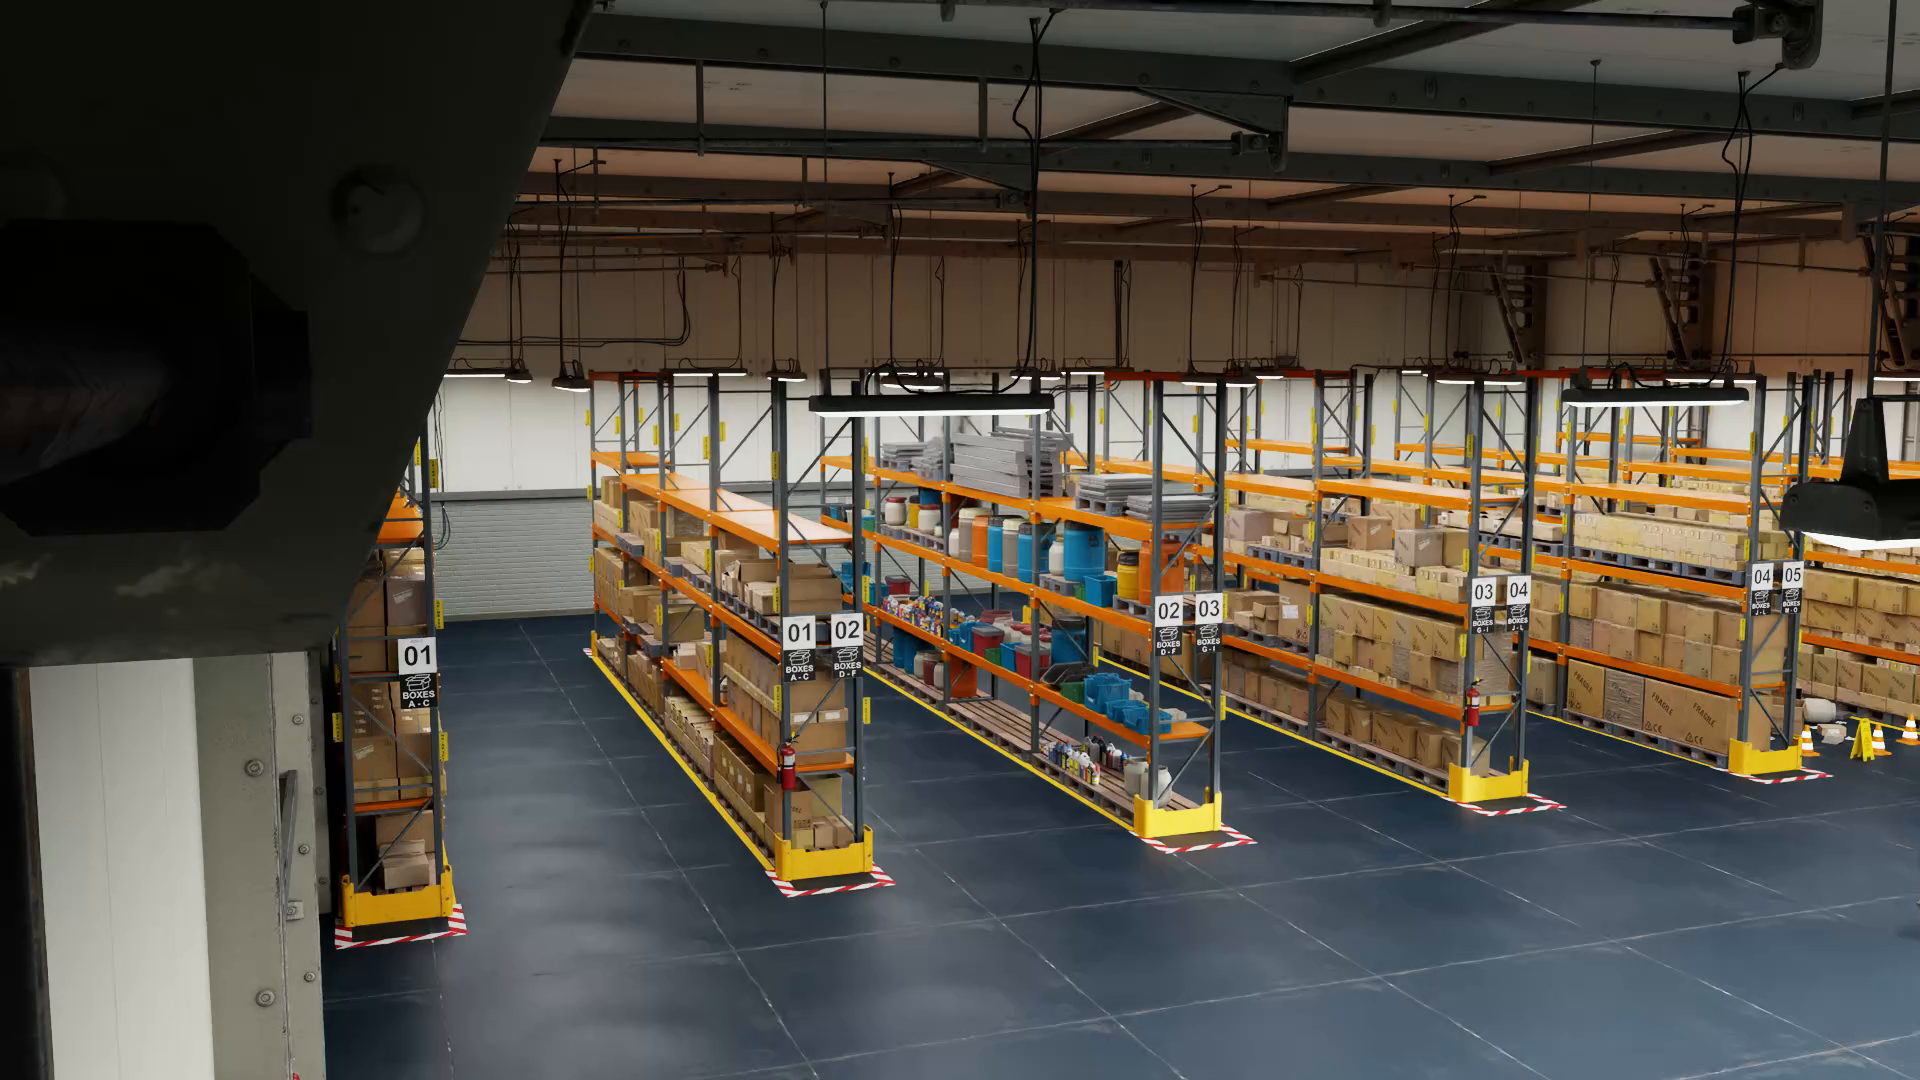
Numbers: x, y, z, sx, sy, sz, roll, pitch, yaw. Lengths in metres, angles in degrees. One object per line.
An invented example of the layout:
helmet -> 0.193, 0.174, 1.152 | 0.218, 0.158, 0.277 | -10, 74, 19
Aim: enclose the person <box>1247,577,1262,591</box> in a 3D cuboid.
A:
person -> 7.326, 0.907, 41.471 | 0.647, 1.586, 0.642 | 5, 8, 36
